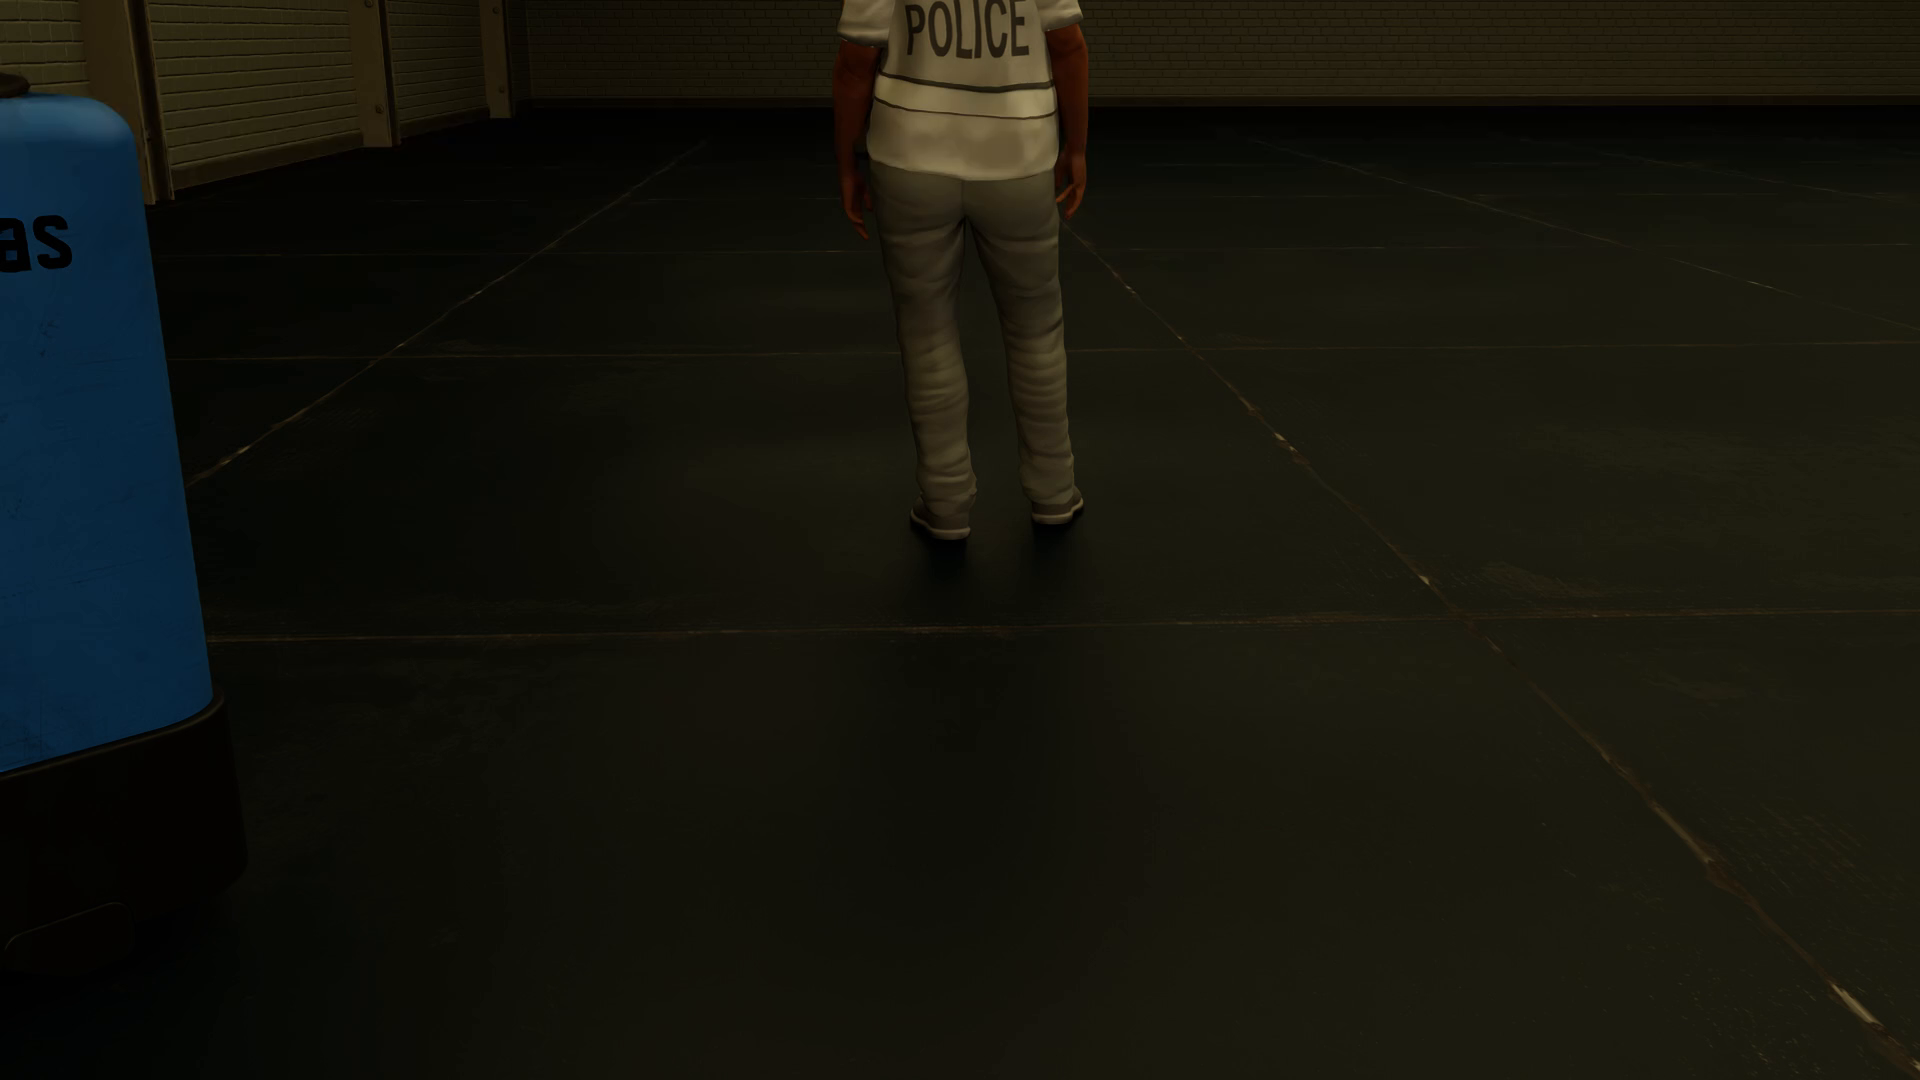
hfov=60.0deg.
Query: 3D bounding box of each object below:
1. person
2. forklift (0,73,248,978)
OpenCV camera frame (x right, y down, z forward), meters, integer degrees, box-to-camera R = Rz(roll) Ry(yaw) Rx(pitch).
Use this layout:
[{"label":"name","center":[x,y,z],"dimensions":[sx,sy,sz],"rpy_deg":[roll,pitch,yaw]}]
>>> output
[{"label":"person","center":[0.019,-0.826,3.747],"dimensions":[0.598,1.670,0.529],"rpy_deg":[-1,17,-3]},{"label":"forklift","center":[-2.345,-0.677,1.120],"dimensions":[1.130,2.935,3.031],"rpy_deg":[16,23,42]}]
